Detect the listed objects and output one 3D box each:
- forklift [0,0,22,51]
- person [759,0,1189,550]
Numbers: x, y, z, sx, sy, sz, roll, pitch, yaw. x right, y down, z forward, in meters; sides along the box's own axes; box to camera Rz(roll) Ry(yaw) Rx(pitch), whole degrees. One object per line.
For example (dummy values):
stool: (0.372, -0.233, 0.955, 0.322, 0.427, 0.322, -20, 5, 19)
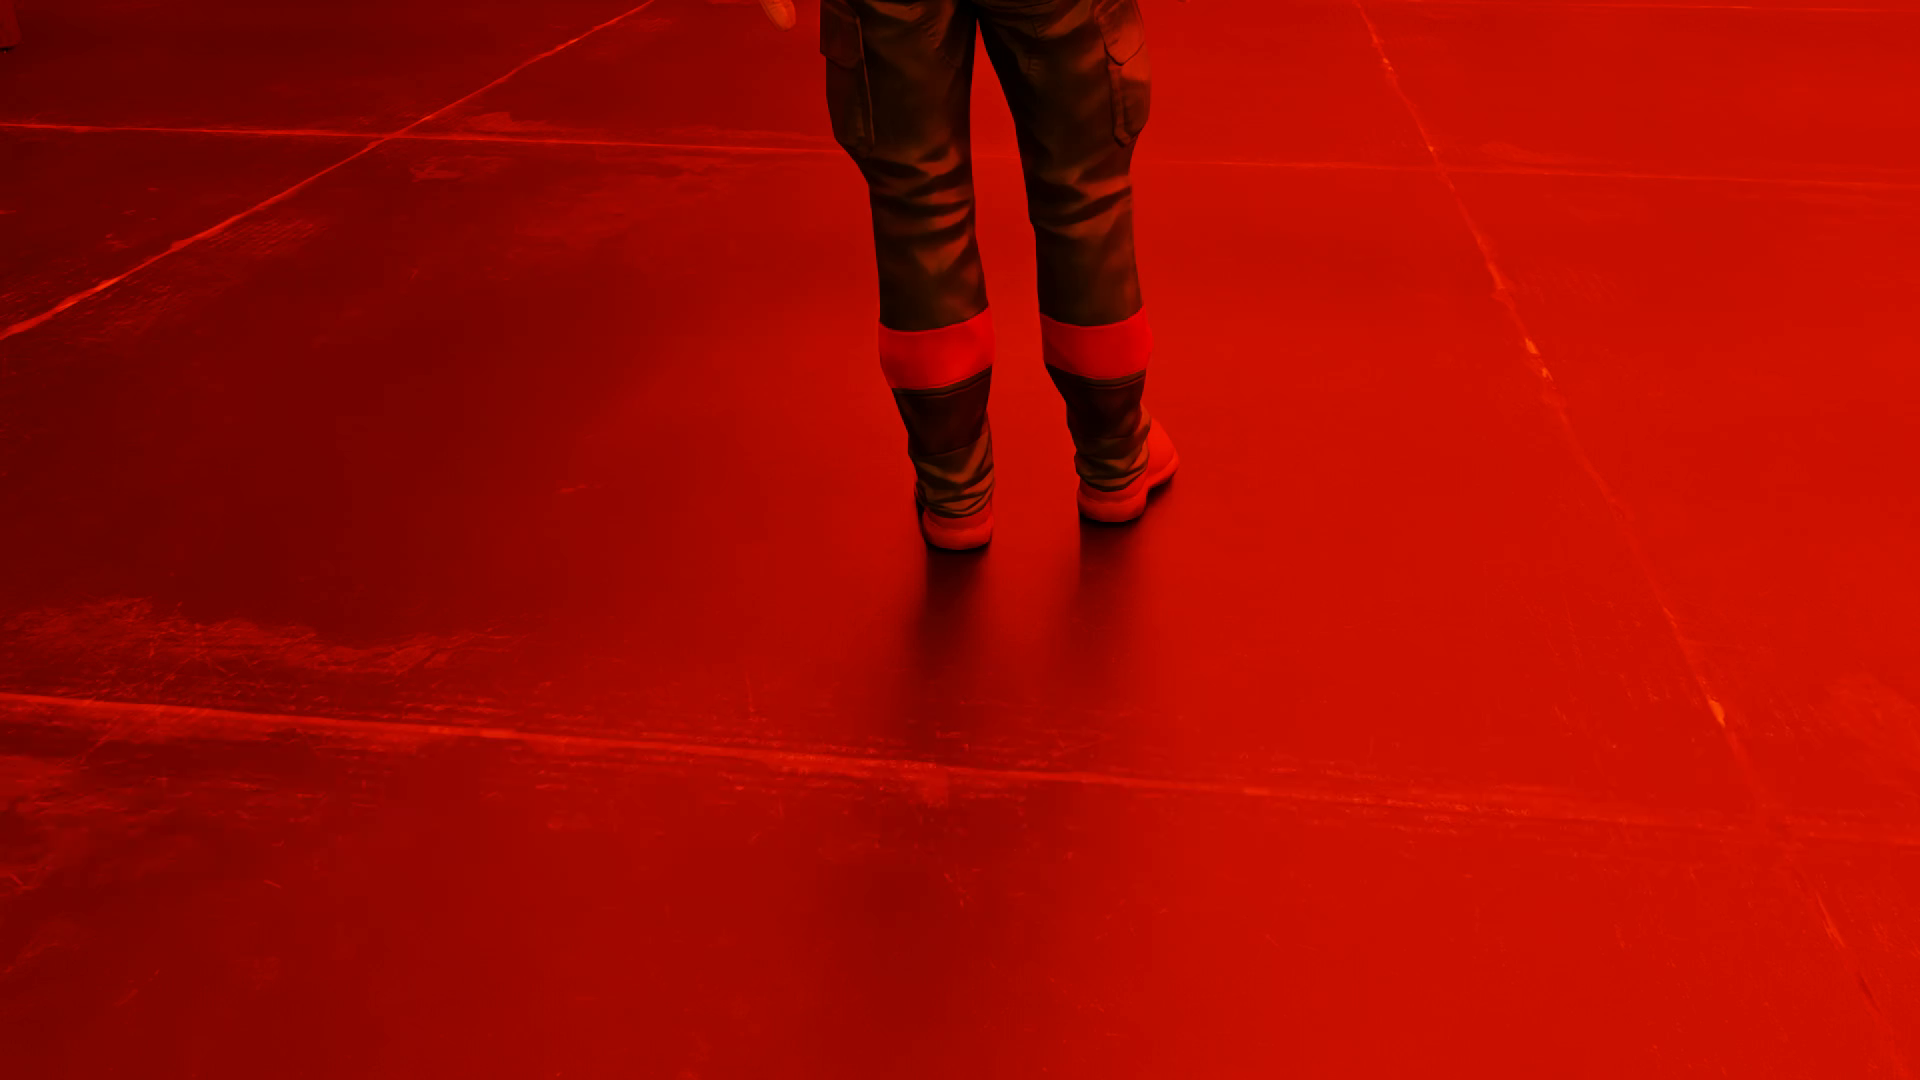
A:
forklift: (-4.704, -3.268, 5.768, 3.031, 2.935, 1.130, 23, 34, 38)
person: (0.023, -0.842, 2.167, 0.637, 1.787, 0.564, 3, 27, 7)
